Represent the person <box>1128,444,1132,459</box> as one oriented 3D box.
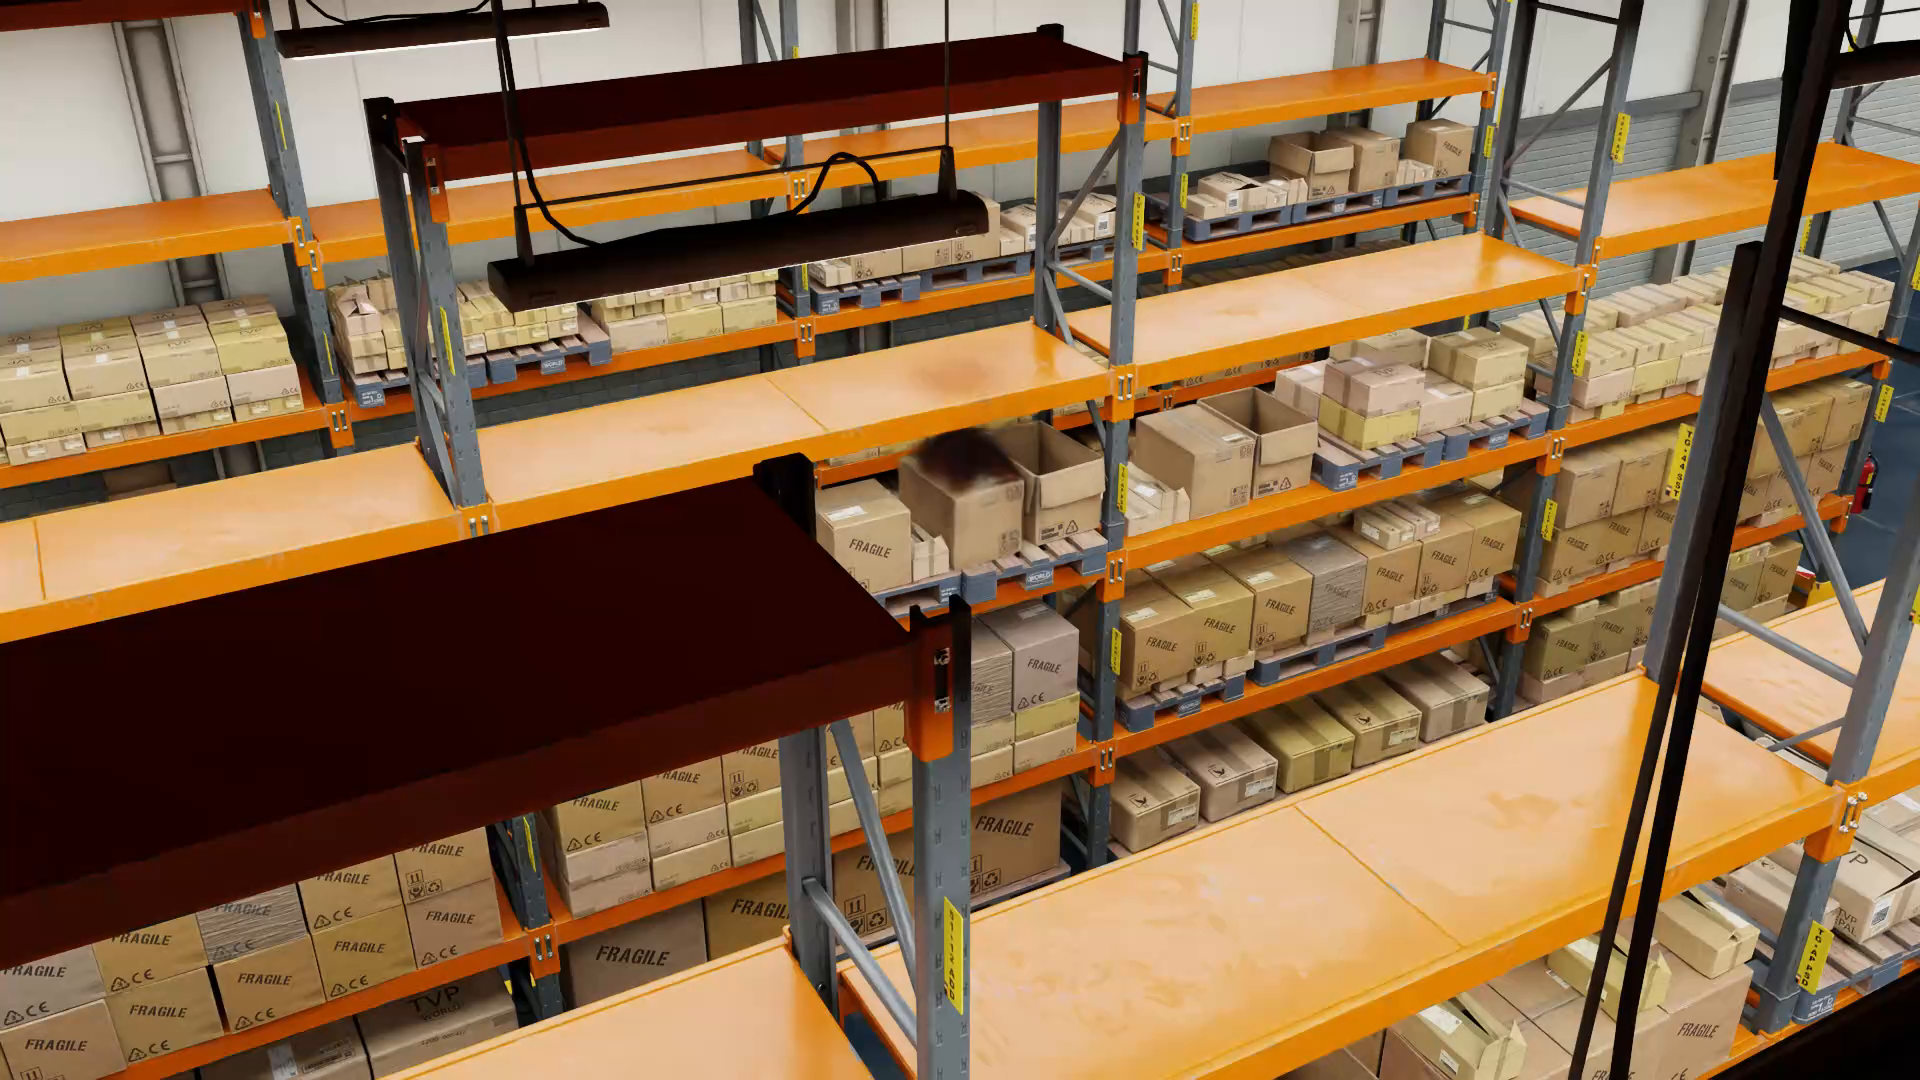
[{"bbox_3d":[1.426,-0.205,15.658,0.841,1.533,0.465,-21,34,-34],"label":"person"}]
